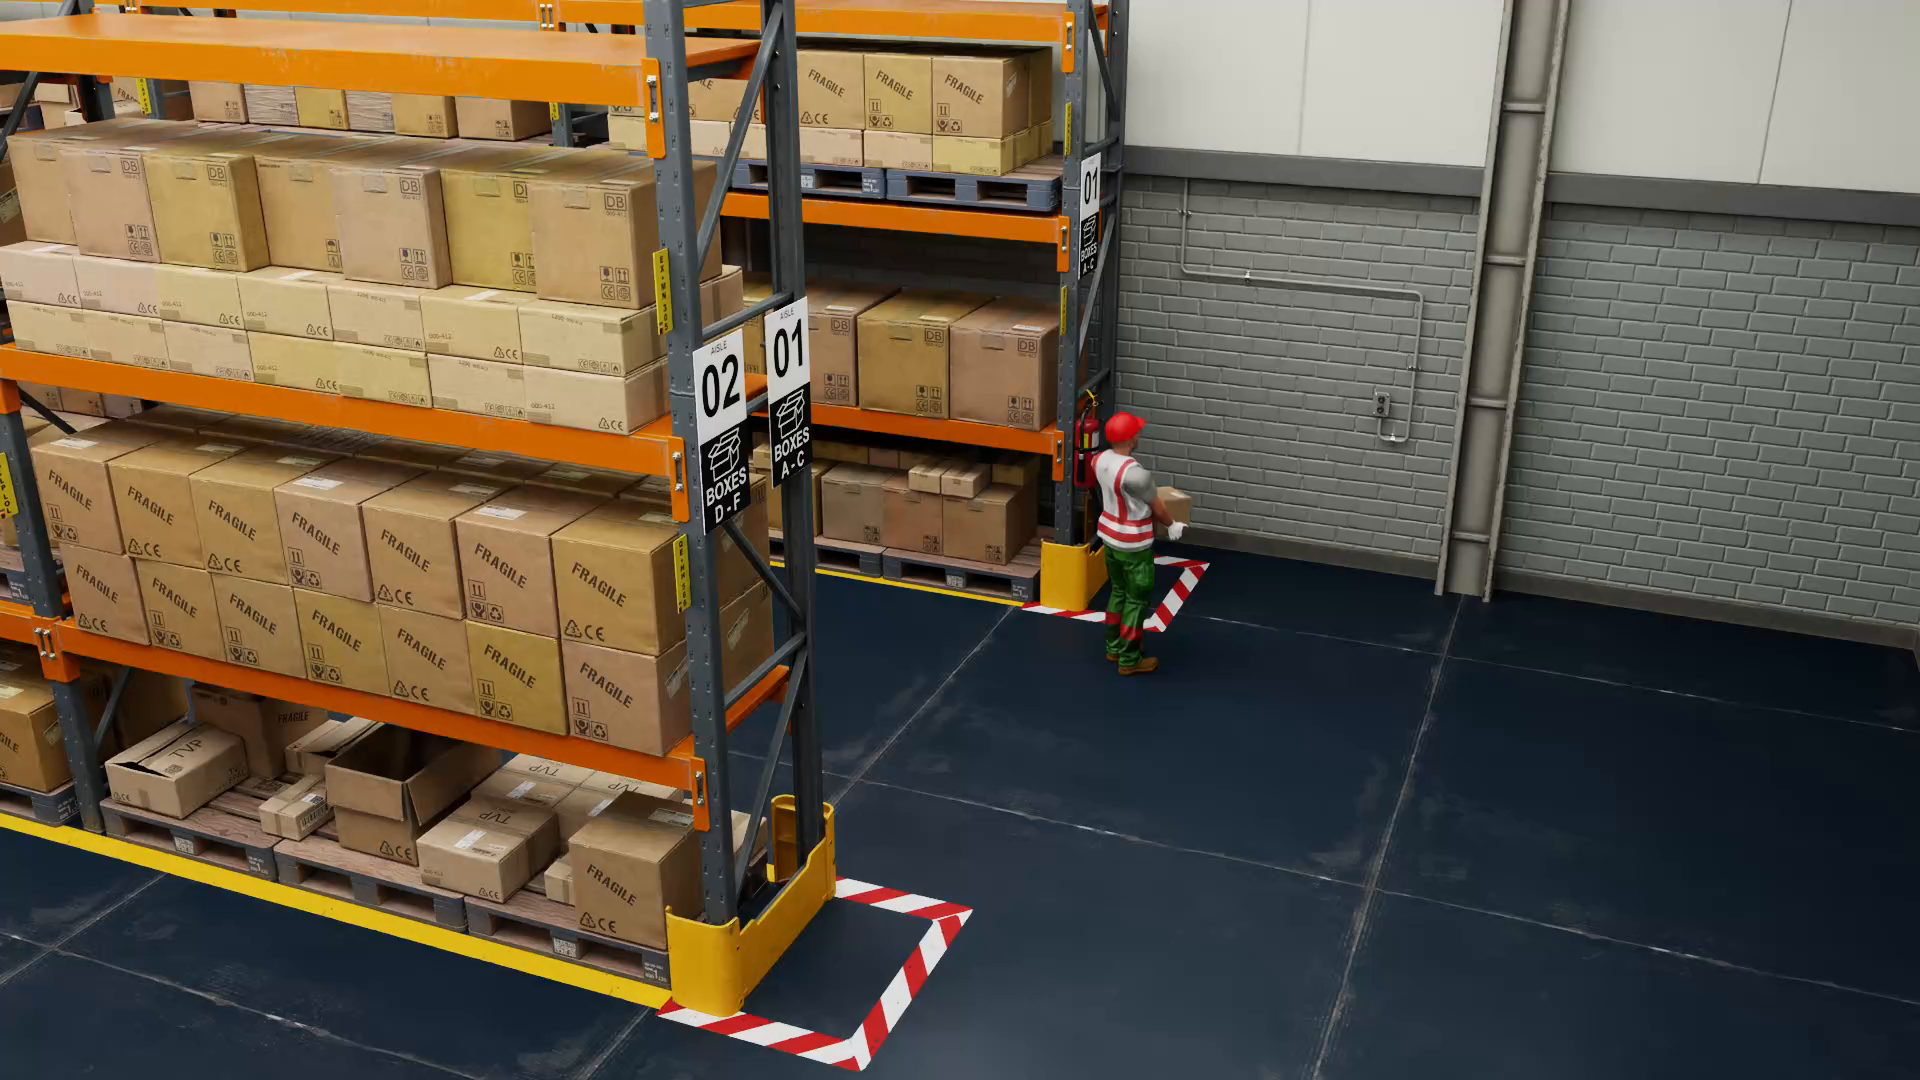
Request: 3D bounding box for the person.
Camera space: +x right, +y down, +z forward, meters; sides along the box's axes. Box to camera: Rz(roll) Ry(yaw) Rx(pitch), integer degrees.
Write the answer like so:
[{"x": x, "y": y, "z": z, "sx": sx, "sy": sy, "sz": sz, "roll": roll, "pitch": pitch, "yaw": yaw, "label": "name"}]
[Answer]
[{"x": 1.178, "y": -0.011, "z": 10.938, "sx": 0.568, "sy": 1.783, "sz": 0.494, "roll": -12, "pitch": 25, "yaw": -27, "label": "person"}]
